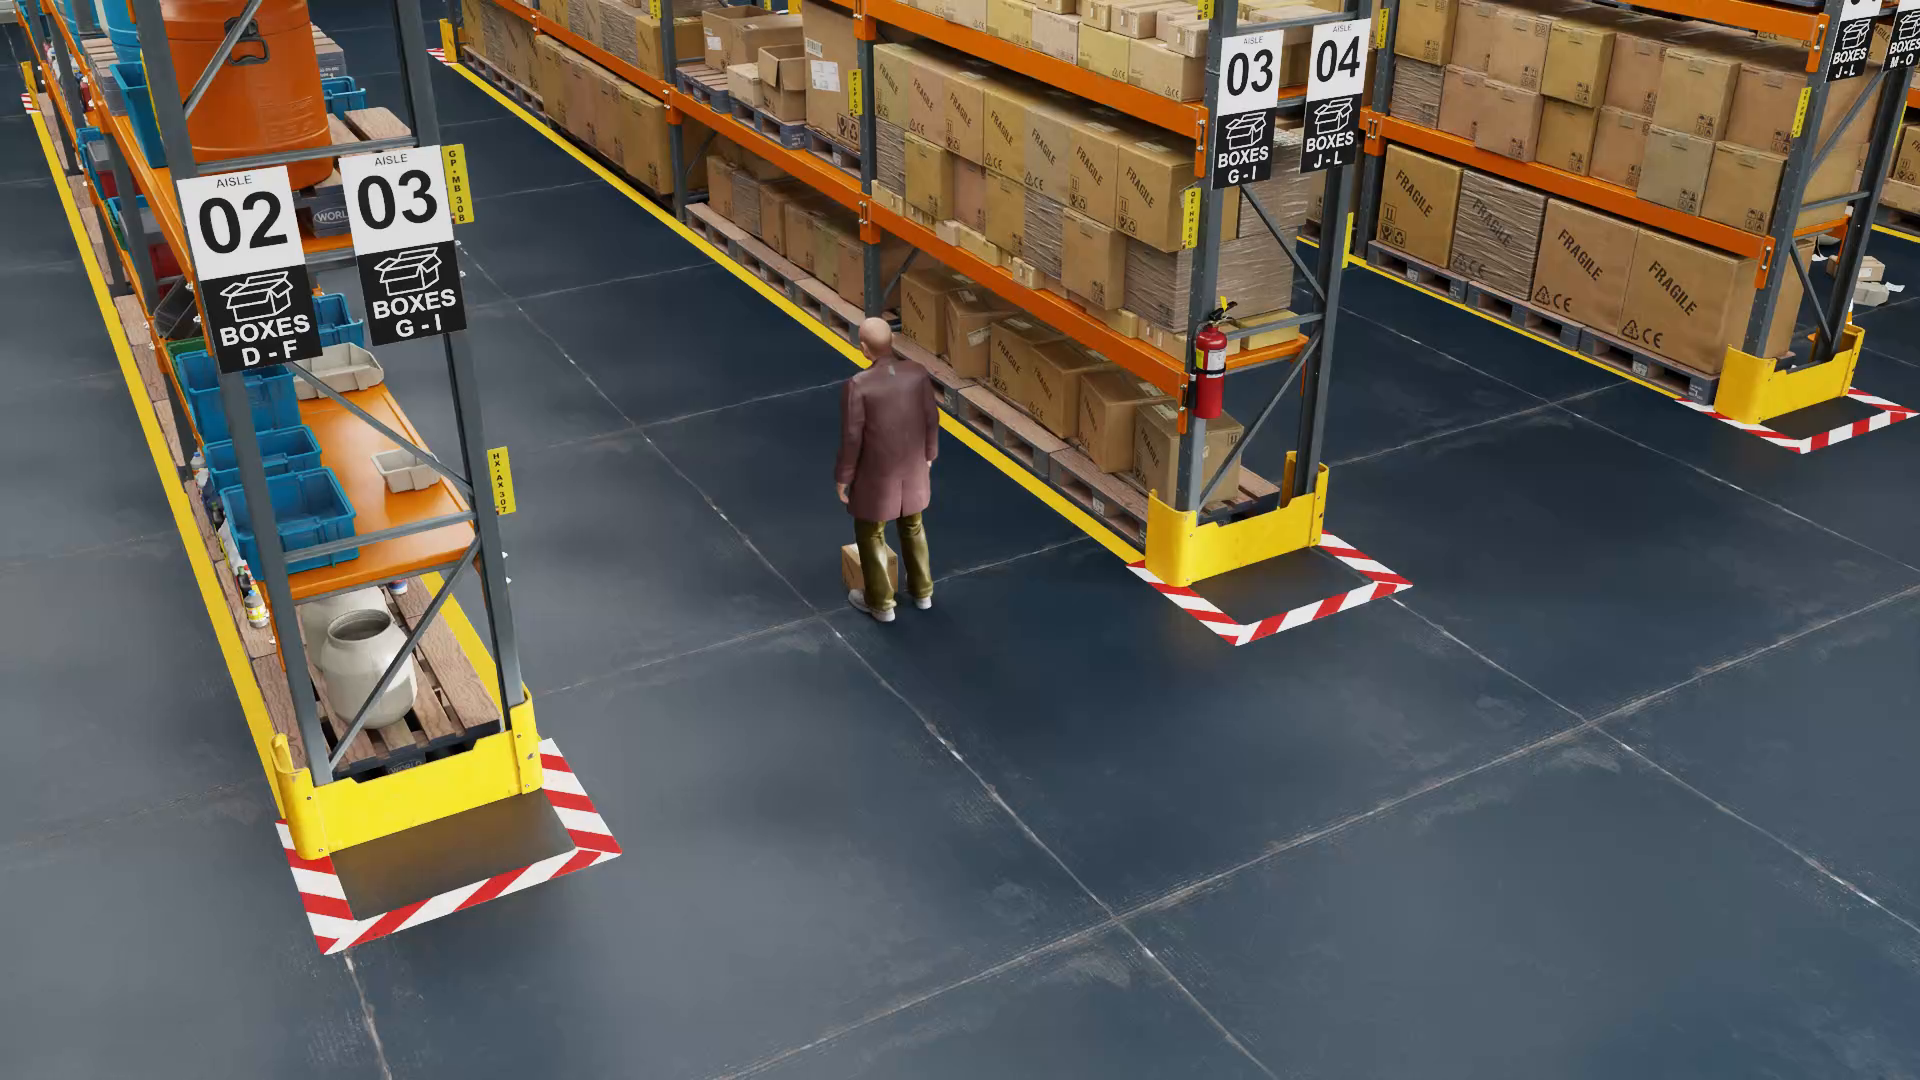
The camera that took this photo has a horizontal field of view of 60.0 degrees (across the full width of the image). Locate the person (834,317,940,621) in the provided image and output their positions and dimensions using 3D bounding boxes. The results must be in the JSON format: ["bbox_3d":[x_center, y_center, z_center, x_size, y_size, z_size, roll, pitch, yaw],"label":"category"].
[{"bbox_3d":[-0.407,-0.392,9.304,0.653,1.774,0.416,-16,33,-27],"label":"person"}]
